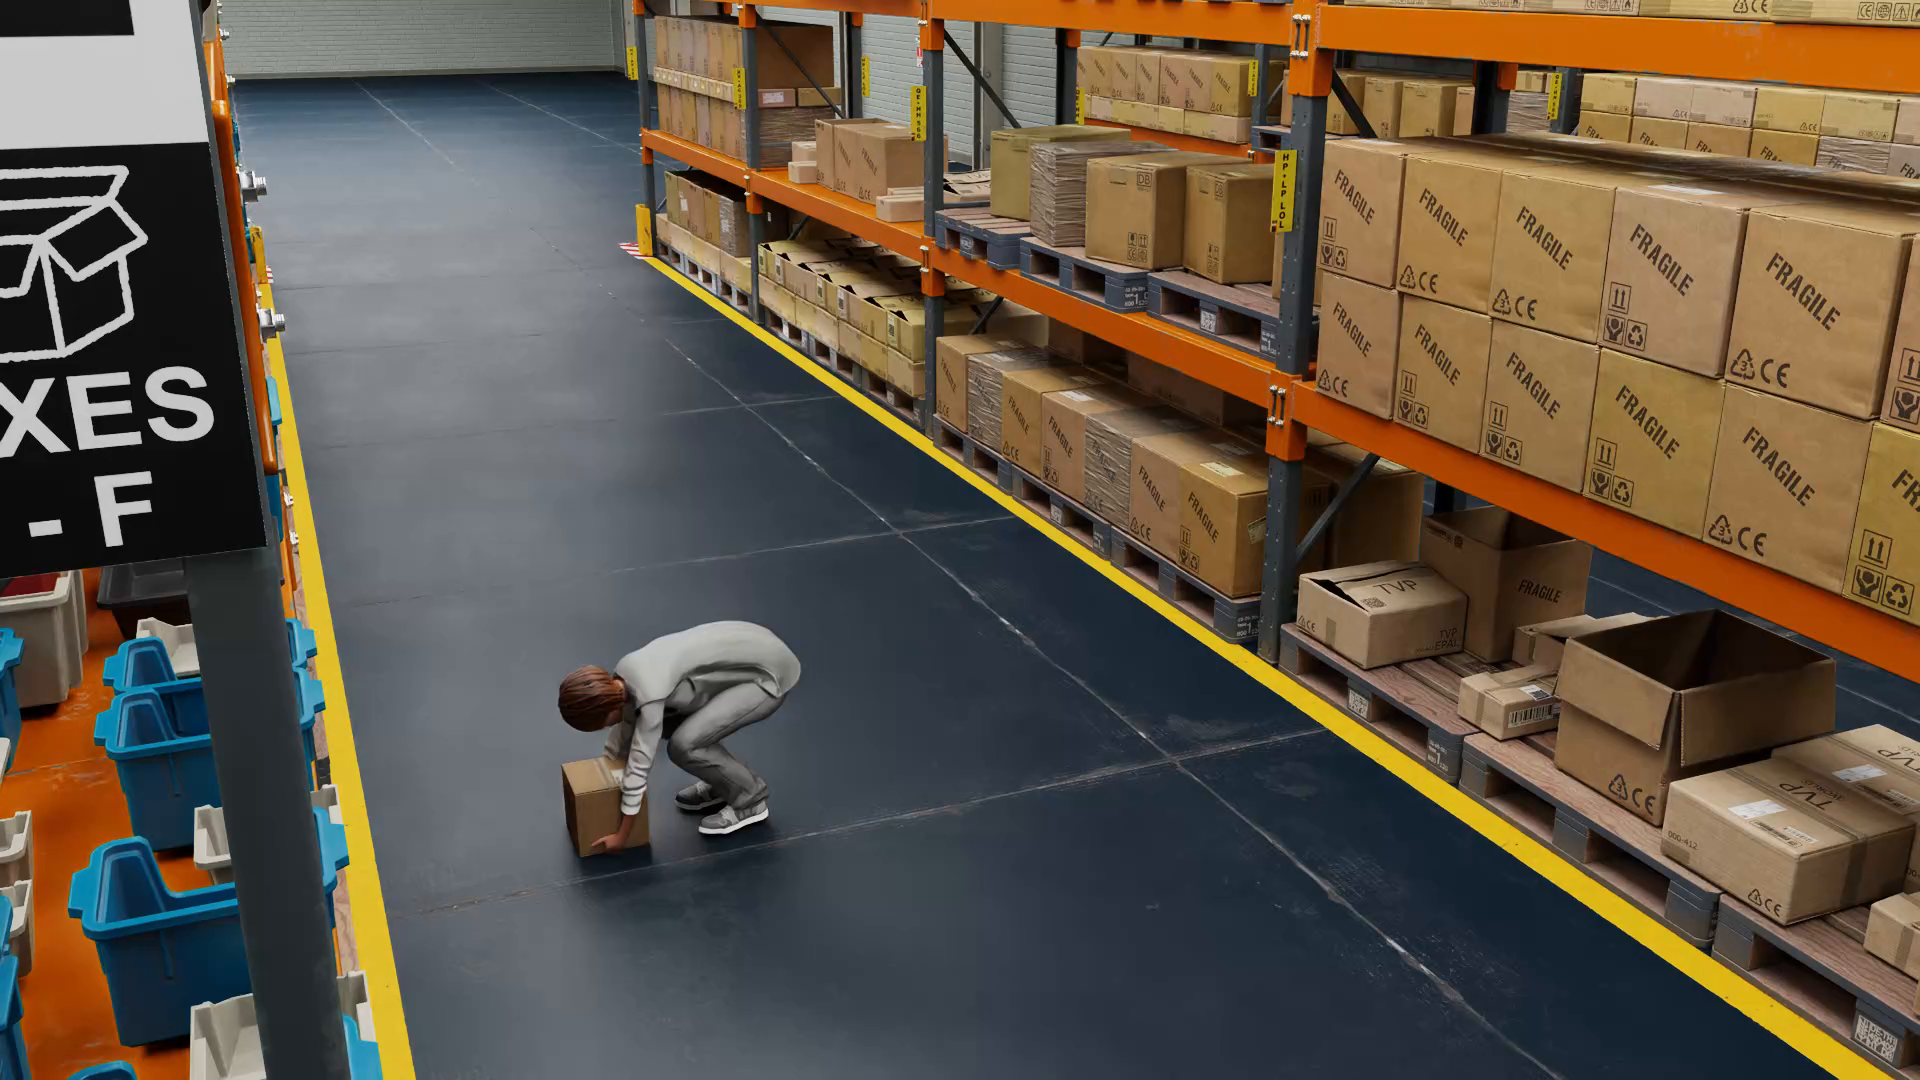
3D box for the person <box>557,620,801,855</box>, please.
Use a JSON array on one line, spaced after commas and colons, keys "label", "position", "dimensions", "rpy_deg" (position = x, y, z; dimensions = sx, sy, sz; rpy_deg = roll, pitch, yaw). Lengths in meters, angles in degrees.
[{"label": "person", "position": [-0.987, 0.689, 5.943], "dimensions": [0.873, 0.760, 0.422], "rpy_deg": [-9, 21, -24]}]
